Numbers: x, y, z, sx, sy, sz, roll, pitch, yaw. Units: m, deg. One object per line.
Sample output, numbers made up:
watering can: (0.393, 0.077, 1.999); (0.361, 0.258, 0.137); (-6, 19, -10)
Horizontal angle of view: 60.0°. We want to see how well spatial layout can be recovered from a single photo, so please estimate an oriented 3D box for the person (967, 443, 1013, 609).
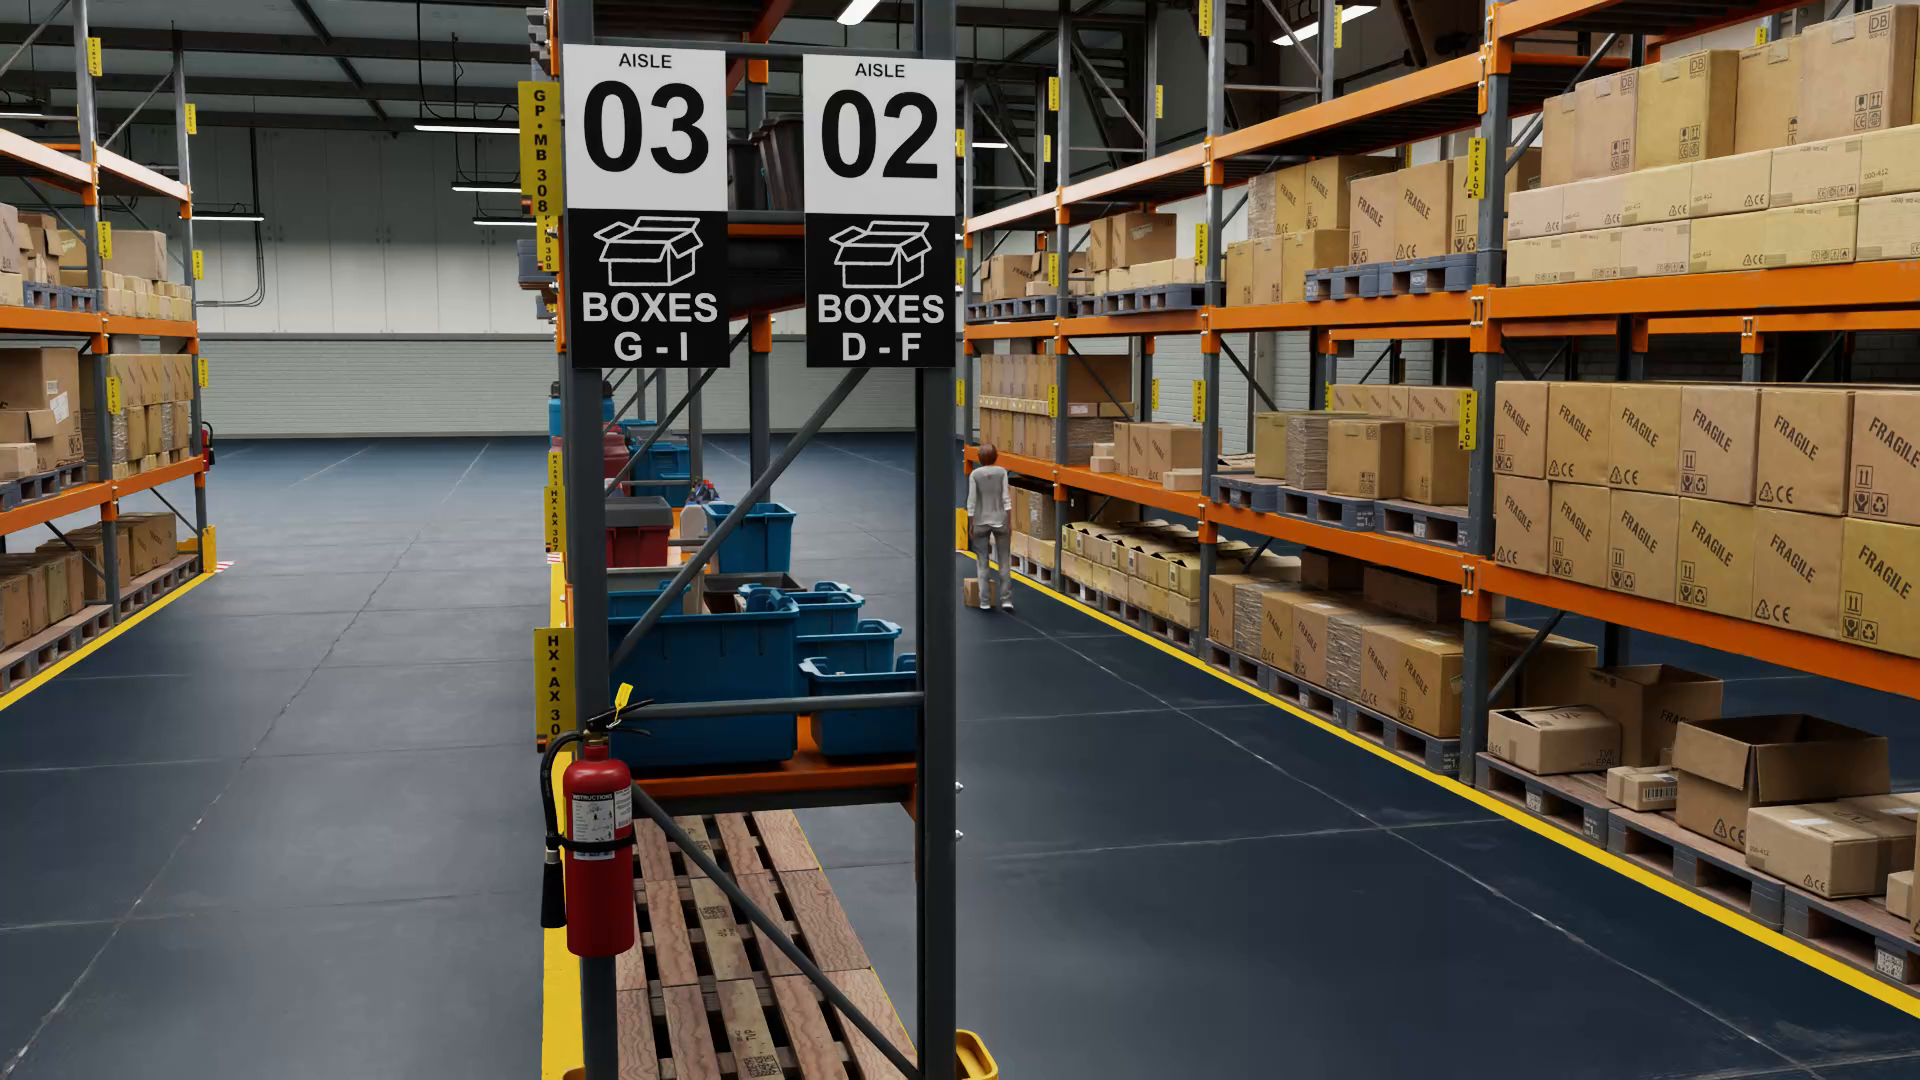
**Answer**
person: (0.291, -0.108, 15.846); (0.461, 1.581, 0.398); (-1, 6, -5)
